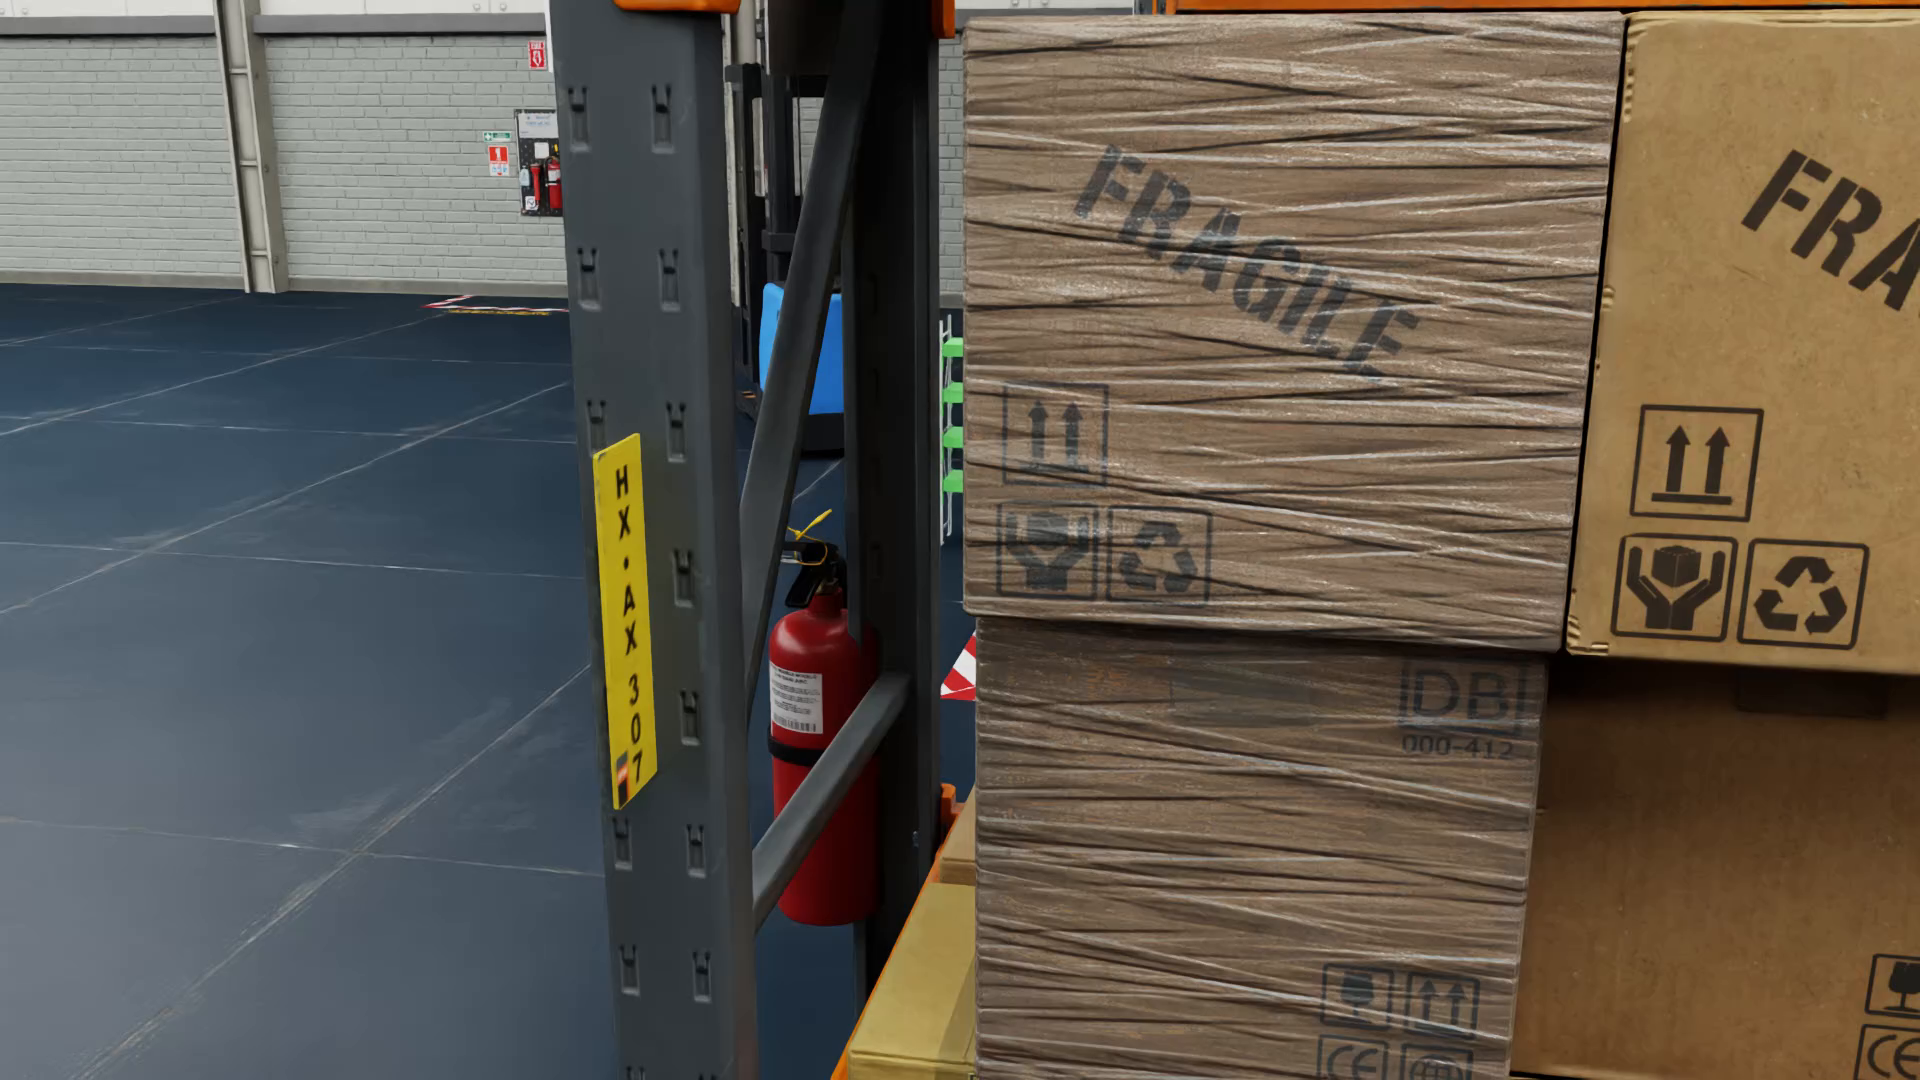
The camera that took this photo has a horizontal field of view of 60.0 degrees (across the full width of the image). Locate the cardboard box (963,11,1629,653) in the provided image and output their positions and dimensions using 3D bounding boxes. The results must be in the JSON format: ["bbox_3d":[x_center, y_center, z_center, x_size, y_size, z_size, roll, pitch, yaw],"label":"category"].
[{"bbox_3d":[0.296,-0.225,1.567,0.500,0.500,0.500,3,16,11],"label":"cardboard box"}]

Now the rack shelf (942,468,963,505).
[{"bbox_3d":[0.162,-0.277,8.881,0.480,0.148,0.258,3,16,11],"label":"rack shelf"}]

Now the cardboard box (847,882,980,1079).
[{"bbox_3d":[0.043,0.547,1.870,0.250,0.149,0.380,3,16,11],"label":"cardboard box"}]

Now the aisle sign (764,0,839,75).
[{"bbox_3d":[-0.190,-0.987,2.065,0.004,0.787,0.394,3,16,11],"label":"aisle sign"}]

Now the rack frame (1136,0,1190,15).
[{"bbox_3d":[0.798,-0.948,6.794,0.127,3.000,1.000,3,16,11],"label":"rack frame"}]

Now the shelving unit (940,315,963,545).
[{"bbox_3d":[0.162,-0.569,8.800,0.503,1.200,0.258,3,16,11],"label":"shelving unit"}]

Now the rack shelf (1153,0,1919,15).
[{"bbox_3d":[2.758,-1.940,6.105,4.000,0.370,1.077,3,16,11],"label":"rack shelf"}]

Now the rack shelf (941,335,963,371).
[{"bbox_3d":[0.162,-0.970,8.689,0.480,0.148,0.258,3,16,11],"label":"rack shelf"}]

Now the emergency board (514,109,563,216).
[{"bbox_3d":[-4.663,-4.189,18.495,0.643,1.169,0.194,3,16,11],"label":"emergency board"}]

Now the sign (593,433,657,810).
[{"bbox_3d":[-0.297,0.073,1.488,0.005,0.325,0.100,3,16,11],"label":"sign"}]

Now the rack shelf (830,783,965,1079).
[{"bbox_3d":[1.771,0.801,1.828,4.000,0.370,1.077,3,16,11],"label":"rack shelf"}]

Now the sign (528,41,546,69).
[{"bbox_3d":[-4.651,-5.333,18.281,0.199,0.298,0.001,3,16,11],"label":"sign"}]

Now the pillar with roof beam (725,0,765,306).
[{"bbox_3d":[-3.107,-5.812,13.118,0.400,9.000,9.100,3,16,11],"label":"pillar with roof beam"}]

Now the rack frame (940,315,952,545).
[{"bbox_3d":[-0.077,-0.582,8.847,0.015,1.200,0.240,3,16,11],"label":"rack frame"}]

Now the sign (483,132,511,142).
[{"bbox_3d":[-5.182,-4.515,18.614,0.331,0.109,0.001,3,16,11],"label":"sign"}]

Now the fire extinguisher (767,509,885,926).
[{"bbox_3d":[-0.209,0.259,2.584,0.183,0.674,0.296,3,16,11],"label":"fire extinguisher"}]

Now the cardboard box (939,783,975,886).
[{"bbox_3d":[0.132,0.430,2.290,0.250,0.149,0.380,3,16,11],"label":"cardboard box"}]

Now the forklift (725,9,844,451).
[{"bbox_3d":[-1.046,-2.341,11.951,1.130,2.935,3.031,-5,16,-16],"label":"forklift"}]

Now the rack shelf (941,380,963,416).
[{"bbox_3d":[0.162,-0.739,8.753,0.480,0.148,0.258,3,16,11],"label":"rack shelf"}]

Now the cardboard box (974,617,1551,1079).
[{"bbox_3d":[0.345,0.193,1.932,0.500,0.500,0.875,3,16,11],"label":"cardboard box"}]

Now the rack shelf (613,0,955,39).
[{"bbox_3d":[1.771,-0.644,1.428,4.000,0.370,1.077,3,16,11],"label":"rack shelf"}]

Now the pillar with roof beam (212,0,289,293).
[{"bbox_3d":[-8.986,-6.132,14.271,0.400,9.000,9.100,3,16,11],"label":"pillar with roof beam"}]

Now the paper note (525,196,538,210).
[{"bbox_3d":[-4.823,-3.792,18.712,0.142,0.148,0.016,3,16,11],"label":"paper note"}]

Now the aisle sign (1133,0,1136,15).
[{"bbox_3d":[0.669,-2.128,6.184,0.004,0.787,0.394,3,16,11],"label":"aisle sign"}]

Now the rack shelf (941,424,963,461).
[{"bbox_3d":[0.162,-0.508,8.817,0.480,0.148,0.258,3,16,11],"label":"rack shelf"}]

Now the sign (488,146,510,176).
[{"bbox_3d":[-5.184,-4.263,18.694,0.234,0.329,0.001,3,16,11],"label":"sign"}]

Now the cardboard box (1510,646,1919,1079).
[{"bbox_3d":[0.859,0.188,1.949,0.500,0.500,0.875,3,16,11],"label":"cardboard box"}]

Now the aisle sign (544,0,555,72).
[{"bbox_3d":[-0.309,-0.830,1.498,0.004,0.787,0.394,3,16,11],"label":"aisle sign"}]

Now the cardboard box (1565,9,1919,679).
[{"bbox_3d":[0.784,-0.196,1.464,0.500,0.500,0.500,3,16,11],"label":"cardboard box"}]

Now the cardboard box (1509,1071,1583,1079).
[{"bbox_3d":[0.526,0.582,1.742,0.250,0.149,0.380,3,16,11],"label":"cardboard box"}]
